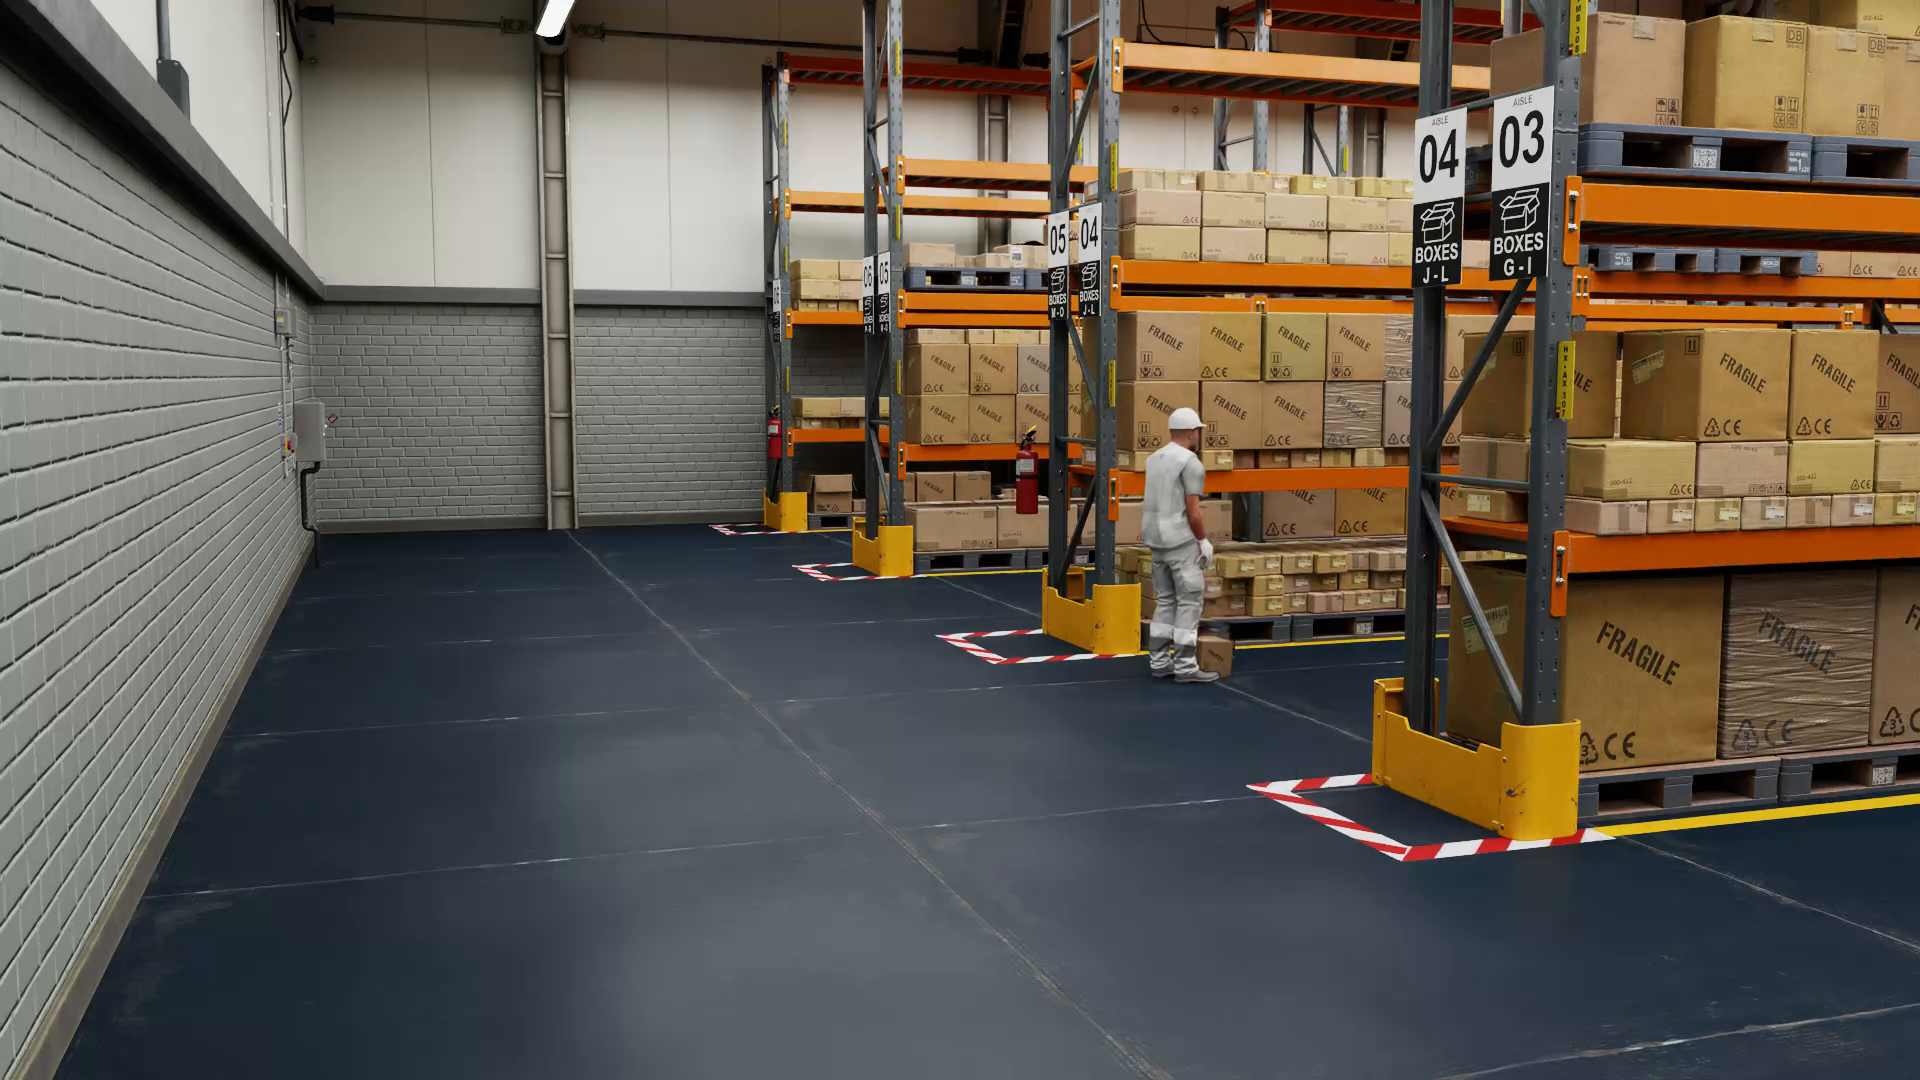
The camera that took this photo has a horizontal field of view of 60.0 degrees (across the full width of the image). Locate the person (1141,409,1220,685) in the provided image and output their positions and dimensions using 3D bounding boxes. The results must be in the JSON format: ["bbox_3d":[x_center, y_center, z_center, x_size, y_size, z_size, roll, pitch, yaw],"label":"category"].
[{"bbox_3d":[1.433,0.032,10.883,0.454,1.777,0.606,-3,6,-28],"label":"person"}]
